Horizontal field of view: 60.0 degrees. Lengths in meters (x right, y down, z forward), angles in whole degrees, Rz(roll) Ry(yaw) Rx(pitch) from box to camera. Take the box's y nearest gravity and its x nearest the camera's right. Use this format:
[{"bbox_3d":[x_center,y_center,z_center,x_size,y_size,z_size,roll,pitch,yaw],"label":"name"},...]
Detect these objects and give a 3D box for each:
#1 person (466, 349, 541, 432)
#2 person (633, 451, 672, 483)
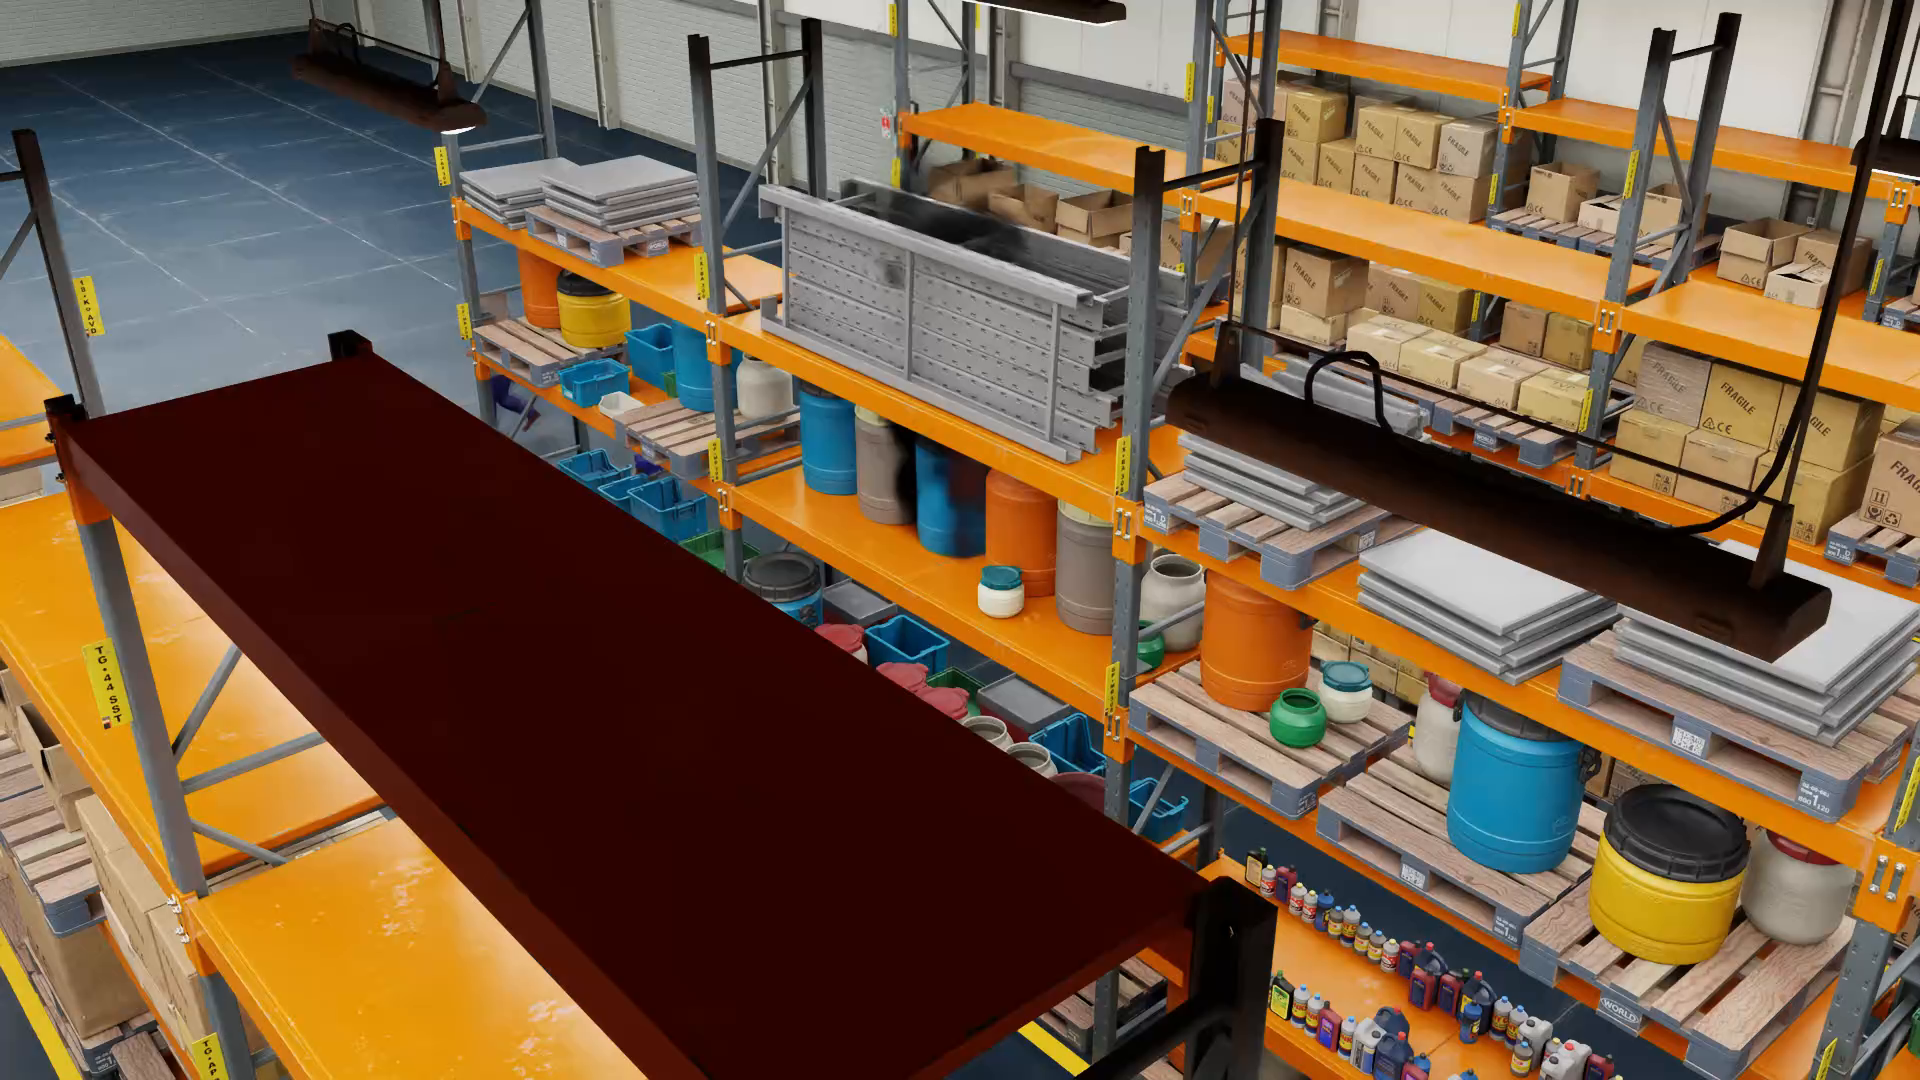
[{"bbox_3d":[-5.427,-1.942,19.529,0.894,1.634,0.612,-9,28,-18],"label":"person"},{"bbox_3d":[-3.067,-0.554,16.916,0.613,1.623,0.625,15,30,26],"label":"person"}]
